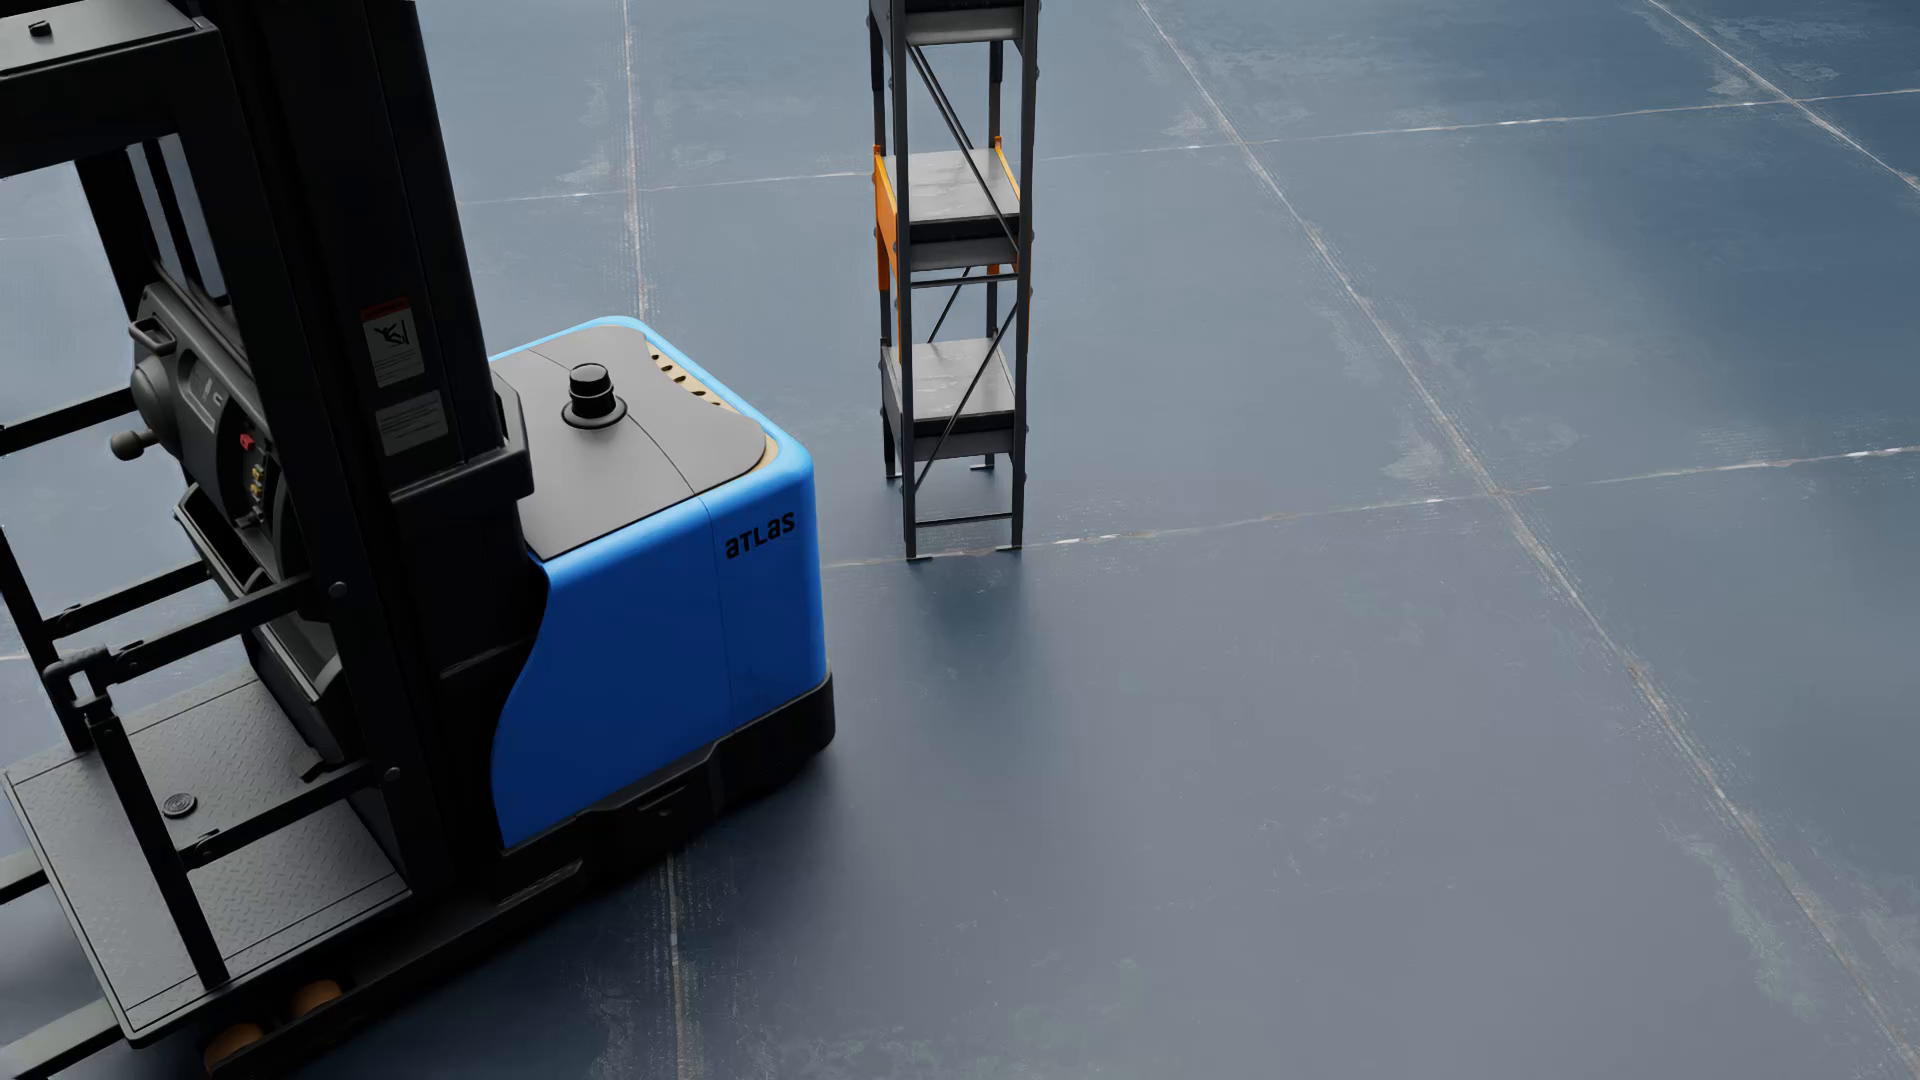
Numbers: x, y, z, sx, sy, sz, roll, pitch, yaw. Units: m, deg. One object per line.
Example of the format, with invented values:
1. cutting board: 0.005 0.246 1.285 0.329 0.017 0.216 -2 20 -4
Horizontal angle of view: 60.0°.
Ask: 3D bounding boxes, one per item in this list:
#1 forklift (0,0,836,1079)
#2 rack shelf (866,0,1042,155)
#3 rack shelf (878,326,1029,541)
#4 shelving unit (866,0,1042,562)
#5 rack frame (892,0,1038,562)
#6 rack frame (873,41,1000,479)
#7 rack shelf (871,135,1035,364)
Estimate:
1. forklift: -1.830 -0.191 3.607 3.031 2.935 1.130 -27 45 -30
2. rack shelf: -0.029 -1.471 4.813 0.431 0.518 0.480 -6 38 -8
3. rack shelf: -0.029 -0.366 5.672 0.431 0.518 0.480 -6 38 -8
4. shelving unit: -0.029 -0.929 5.235 0.431 2.100 0.503 -6 38 -8
5. rack frame: 0.014 -0.782 5.045 0.400 2.100 0.015 -6 38 -8
6. rack frame: -0.072 -1.077 5.424 0.400 2.100 0.015 -6 38 -8
7. rack shelf: -0.029 -0.918 5.243 0.431 0.518 0.480 -6 38 -8
